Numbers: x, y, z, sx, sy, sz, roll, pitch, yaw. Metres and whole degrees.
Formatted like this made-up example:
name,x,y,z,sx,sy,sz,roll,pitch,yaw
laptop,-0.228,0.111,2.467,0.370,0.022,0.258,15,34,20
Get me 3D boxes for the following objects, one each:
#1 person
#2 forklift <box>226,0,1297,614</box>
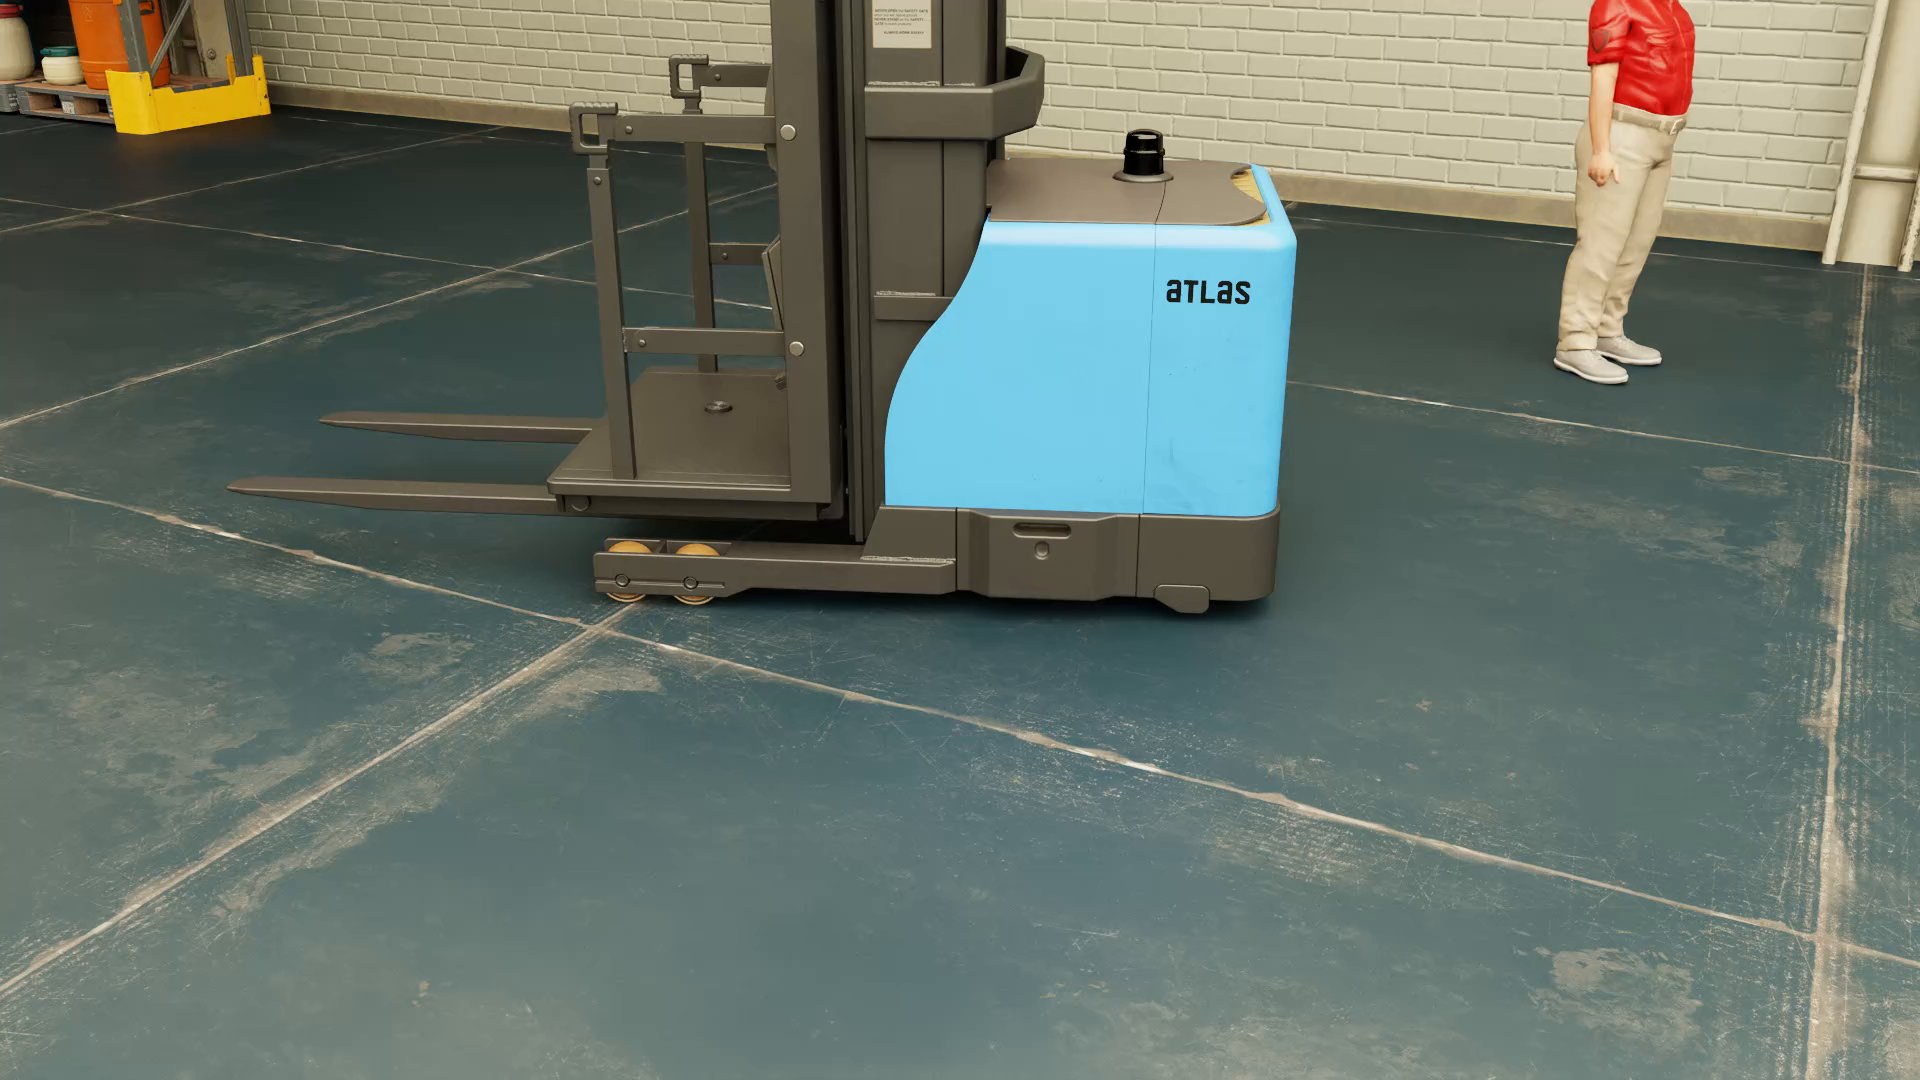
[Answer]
name,x,y,z,sx,sy,sz,roll,pitch,yaw
person,2.607,-1.506,6.415,0.519,1.728,0.385,-21,31,-41
forklift,-0.606,-1.371,4.546,3.031,2.935,1.130,2,23,5
